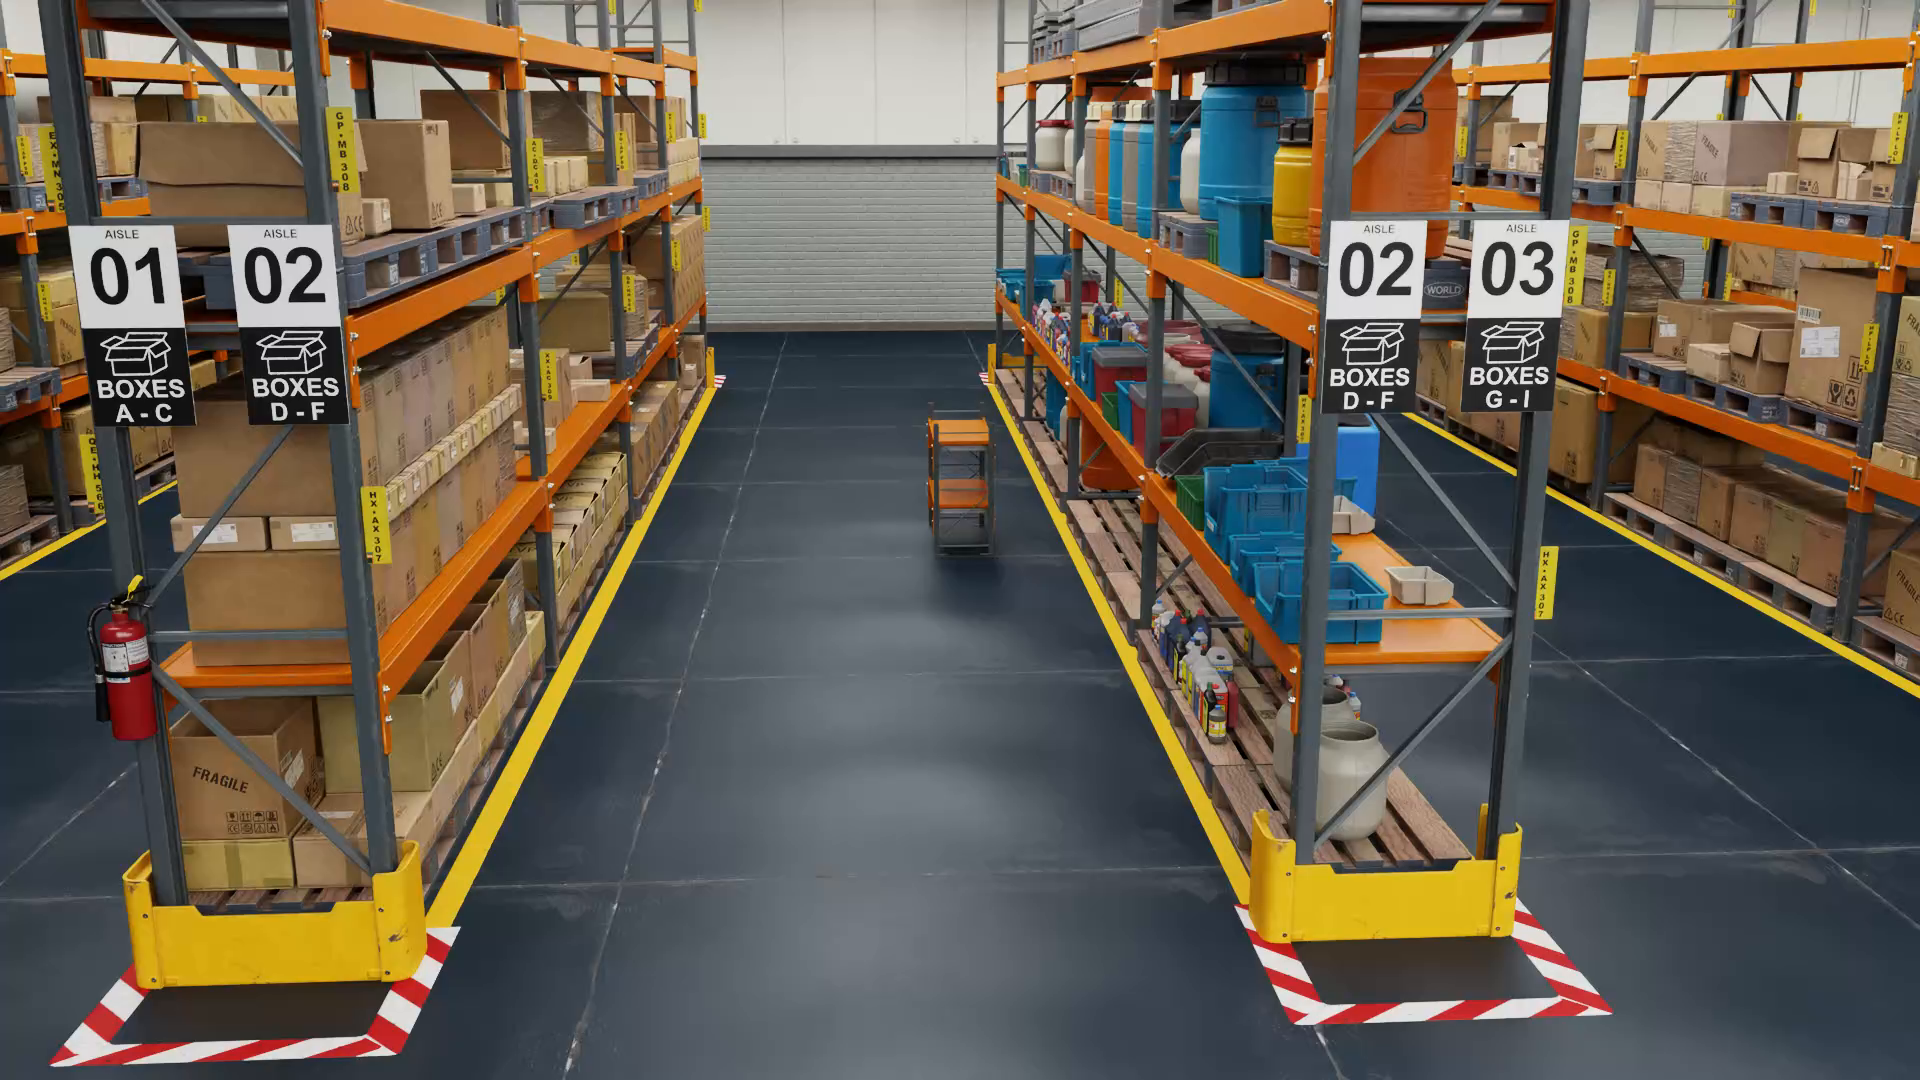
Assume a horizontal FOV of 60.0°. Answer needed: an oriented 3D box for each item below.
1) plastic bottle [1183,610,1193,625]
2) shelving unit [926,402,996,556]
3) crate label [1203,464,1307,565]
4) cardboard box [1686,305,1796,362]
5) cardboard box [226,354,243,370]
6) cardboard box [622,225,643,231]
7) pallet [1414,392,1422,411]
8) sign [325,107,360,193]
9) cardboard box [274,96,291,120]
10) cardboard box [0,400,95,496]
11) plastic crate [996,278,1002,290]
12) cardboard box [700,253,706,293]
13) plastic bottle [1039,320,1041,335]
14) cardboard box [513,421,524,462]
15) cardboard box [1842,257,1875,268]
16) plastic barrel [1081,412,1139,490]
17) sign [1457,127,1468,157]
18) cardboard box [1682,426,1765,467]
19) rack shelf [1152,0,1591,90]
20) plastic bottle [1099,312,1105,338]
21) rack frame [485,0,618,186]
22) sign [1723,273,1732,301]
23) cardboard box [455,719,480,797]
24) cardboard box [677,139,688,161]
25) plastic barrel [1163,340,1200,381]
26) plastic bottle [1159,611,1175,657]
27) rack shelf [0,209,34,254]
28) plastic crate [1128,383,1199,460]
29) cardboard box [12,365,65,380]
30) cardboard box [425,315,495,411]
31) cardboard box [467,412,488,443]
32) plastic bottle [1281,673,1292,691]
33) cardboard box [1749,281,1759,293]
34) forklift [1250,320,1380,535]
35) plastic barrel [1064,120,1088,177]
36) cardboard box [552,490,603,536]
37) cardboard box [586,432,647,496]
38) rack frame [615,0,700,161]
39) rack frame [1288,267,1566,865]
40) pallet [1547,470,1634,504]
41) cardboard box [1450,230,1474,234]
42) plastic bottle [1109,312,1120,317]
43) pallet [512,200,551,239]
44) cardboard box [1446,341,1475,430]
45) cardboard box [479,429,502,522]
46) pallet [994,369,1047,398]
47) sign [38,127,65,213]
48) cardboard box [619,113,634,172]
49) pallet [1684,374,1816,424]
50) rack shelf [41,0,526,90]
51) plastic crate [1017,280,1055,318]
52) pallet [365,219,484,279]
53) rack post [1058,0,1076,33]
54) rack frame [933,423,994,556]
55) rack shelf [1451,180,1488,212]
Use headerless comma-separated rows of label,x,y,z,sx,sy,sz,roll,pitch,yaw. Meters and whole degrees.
plastic bottle,1.475,0.600,10.742,0.061,0.283,0.133,-1,14,-3
shelving unit,0.000,-0.546,14.393,0.538,1.125,1.048,-1,14,-3
crate label,1.603,-0.142,8.988,0.502,0.435,0.616,-1,14,-3
cardboard box,6.643,-1.718,14.142,0.700,0.500,0.500,1,14,5
cardboard box,-8.428,-2.085,19.484,0.380,0.149,0.250,0,14,-2
cardboard box,-4.056,-3.487,19.854,0.500,0.500,0.500,-1,14,-3
pallet,6.139,-1.876,21.395,1.003,0.211,1.213,-1,14,-3
sign,-2.403,-1.517,6.471,0.100,0.325,0.005,-1,14,-3
cardboard box,-8.555,-5.190,20.412,0.500,0.500,0.500,0,14,-2
cardboard box,-8.311,-0.855,15.302,0.750,0.750,0.750,-1,14,-4
plastic crate,0.620,-3.405,22.147,0.250,0.136,0.298,-1,14,-3
cardboard box,-3.649,-3.516,21.973,0.500,0.500,0.500,0,14,-2
plastic bottle,0.900,-2.294,17.822,0.097,0.201,0.097,0,14,0
cardboard box,-3.279,-0.640,11.295,0.500,0.250,0.500,0,14,0
cardboard box,10.832,-3.092,19.727,0.500,0.500,0.500,-1,14,-3
plastic barrel,1.444,-0.935,15.653,0.600,0.830,0.708,-1,14,-3
sign,5.633,-4.465,18.643,0.100,0.325,0.005,-1,14,-3
cardboard box,6.549,-0.805,14.265,0.500,0.250,0.500,1,14,3
rack shelf,1.863,-2.532,8.555,1.077,0.370,4.000,-1,14,-3
plastic bottle,1.521,-2.278,17.617,0.097,0.271,0.097,0,14,0
rack frame,-3.453,-4.491,13.922,1.000,3.000,0.127,-1,14,-3
sign,6.976,-2.271,15.167,0.100,0.325,0.005,-1,14,-3
cardboard box,-2.834,1.147,8.725,0.500,0.250,0.500,-1,14,-3
cardboard box,-3.566,-4.700,20.053,0.500,0.250,0.500,-1,14,-3
plastic barrel,1.794,-1.358,13.560,0.421,0.512,0.421,0,14,0
plastic bottle,1.369,0.606,10.736,0.152,0.276,0.135,0,14,-1
rack shelf,-8.273,-2.115,12.151,1.077,0.370,4.000,-1,14,-3
plastic crate,1.404,-0.813,11.538,0.402,0.464,0.583,-1,14,-3
cardboard box,-8.186,-1.482,14.729,0.380,0.149,0.250,-1,14,-4
cardboard box,-3.139,-1.032,9.712,0.700,0.500,0.500,-1,14,-4
cardboard box,-2.913,-0.636,9.476,0.380,0.149,0.250,-1,14,-4
plastic bottle,1.998,0.762,10.113,0.061,0.283,0.133,-1,14,-3
cardboard box,10.762,-3.379,22.142,0.380,0.149,0.250,0,14,-1
forklift,3.179,-1.690,15.214,1.130,2.935,3.031,2,15,7
plastic barrel,1.231,-3.822,16.224,0.433,0.535,0.433,0,14,0
cardboard box,-3.078,-0.223,12.923,0.500,0.311,0.500,0,14,-2
cardboard box,-3.196,-0.706,15.383,0.500,0.500,0.500,0,14,-1
rack frame,-3.948,-6.481,21.654,1.000,3.000,0.127,-1,14,-3
rack frame,1.987,0.328,7.230,1.000,3.000,0.127,-1,14,-3
pallet,6.461,-0.584,16.374,1.003,0.211,1.213,-1,14,-3
cardboard box,6.353,-3.542,20.472,0.500,0.500,0.500,-1,14,-5
plastic bottle,1.644,-2.287,17.642,0.152,0.276,0.135,-1,14,-3
pallet,-3.273,-2.170,11.305,0.805,0.209,1.217,-1,15,-6
cardboard box,6.247,-1.748,18.721,1.225,0.875,0.875,-1,14,-3
cardboard box,-3.132,-0.398,9.852,0.700,0.500,0.500,-1,14,-4
pallet,1.008,-2.095,22.243,1.003,0.211,1.213,-1,14,-3
sign,-3.500,-1.434,6.443,0.100,0.325,0.005,-1,14,-3
cardboard box,-3.679,-4.041,16.948,0.600,0.600,0.600,-1,14,-4
pallet,6.598,-1.153,13.373,1.003,0.211,1.213,-1,14,-3
rack shelf,-3.081,-2.457,8.261,1.077,0.370,4.000,-1,14,-3
plastic crate,0.874,-2.788,19.254,0.392,0.384,0.575,-1,14,-3
pallet,-3.054,-1.486,8.441,1.003,0.211,1.213,-1,14,-3
rack post,1.405,-4.709,14.922,0.954,0.300,0.937,-1,14,-3
rack frame,0.031,-0.420,13.901,0.500,1.125,0.032,-1,14,-3
rack shelf,6.063,-4.334,20.775,1.077,0.370,4.000,-1,14,-3
